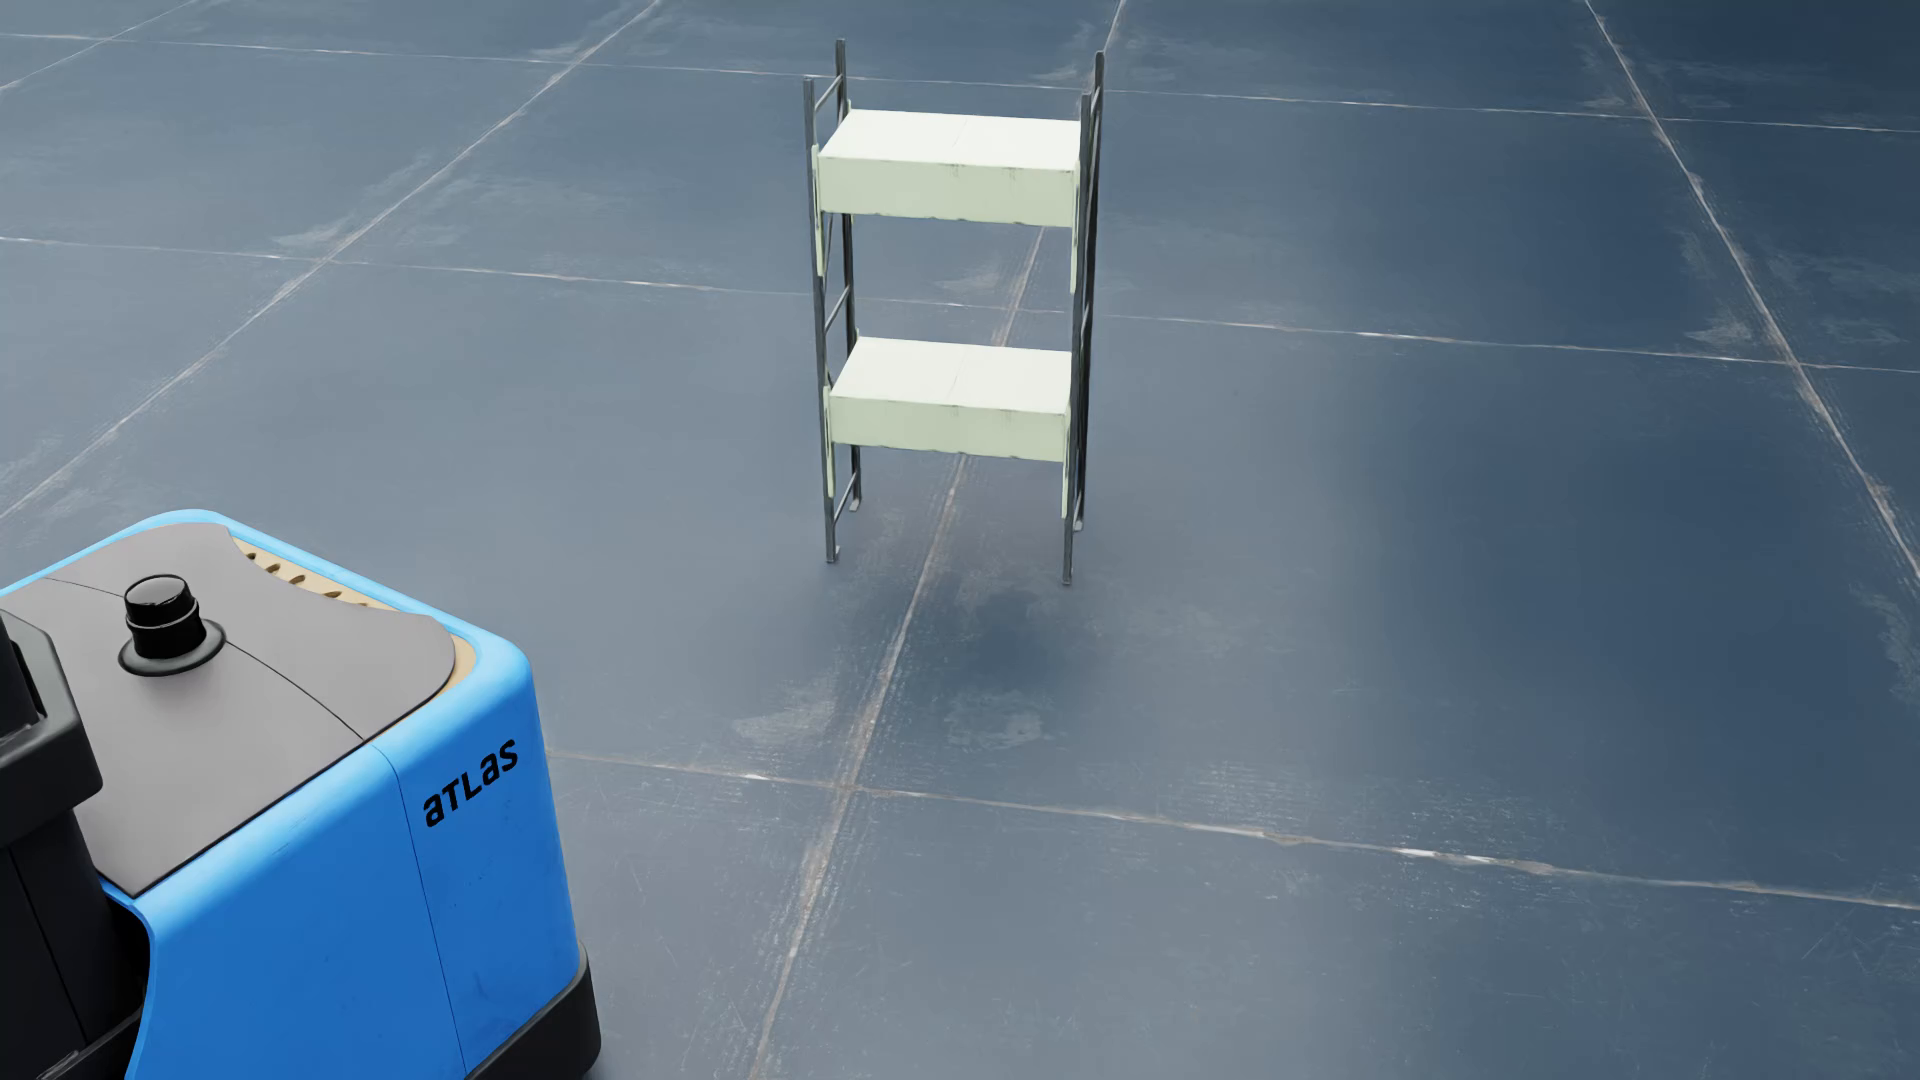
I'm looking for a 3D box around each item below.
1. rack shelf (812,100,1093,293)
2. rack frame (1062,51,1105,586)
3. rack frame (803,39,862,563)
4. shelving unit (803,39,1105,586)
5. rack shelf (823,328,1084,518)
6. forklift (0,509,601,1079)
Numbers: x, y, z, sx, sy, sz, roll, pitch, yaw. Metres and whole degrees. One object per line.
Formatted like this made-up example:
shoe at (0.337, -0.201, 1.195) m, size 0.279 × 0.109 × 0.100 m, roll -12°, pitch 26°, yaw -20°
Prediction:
rack shelf at (-0.007, -0.967, 4.646) m, size 0.720 × 0.370 × 0.431 m, roll 5°, pitch 32°, yaw 8°
rack frame at (0.354, -0.604, 4.801) m, size 0.023 × 1.500 × 0.400 m, roll 5°, pitch 32°, yaw 8°
rack frame at (-0.367, -0.669, 4.905) m, size 0.023 × 1.500 × 0.400 m, roll 5°, pitch 32°, yaw 8°
shelving unit at (-0.007, -0.636, 4.853) m, size 0.755 × 1.500 × 0.431 m, roll 5°, pitch 32°, yaw 8°
rack shelf at (-0.007, -0.360, 5.026) m, size 0.720 × 0.370 × 0.431 m, roll 5°, pitch 32°, yaw 8°
forklift at (-1.961, 0.379, 1.883) m, size 1.130 × 2.935 × 3.031 m, roll 19°, pitch 37°, yaw 27°
